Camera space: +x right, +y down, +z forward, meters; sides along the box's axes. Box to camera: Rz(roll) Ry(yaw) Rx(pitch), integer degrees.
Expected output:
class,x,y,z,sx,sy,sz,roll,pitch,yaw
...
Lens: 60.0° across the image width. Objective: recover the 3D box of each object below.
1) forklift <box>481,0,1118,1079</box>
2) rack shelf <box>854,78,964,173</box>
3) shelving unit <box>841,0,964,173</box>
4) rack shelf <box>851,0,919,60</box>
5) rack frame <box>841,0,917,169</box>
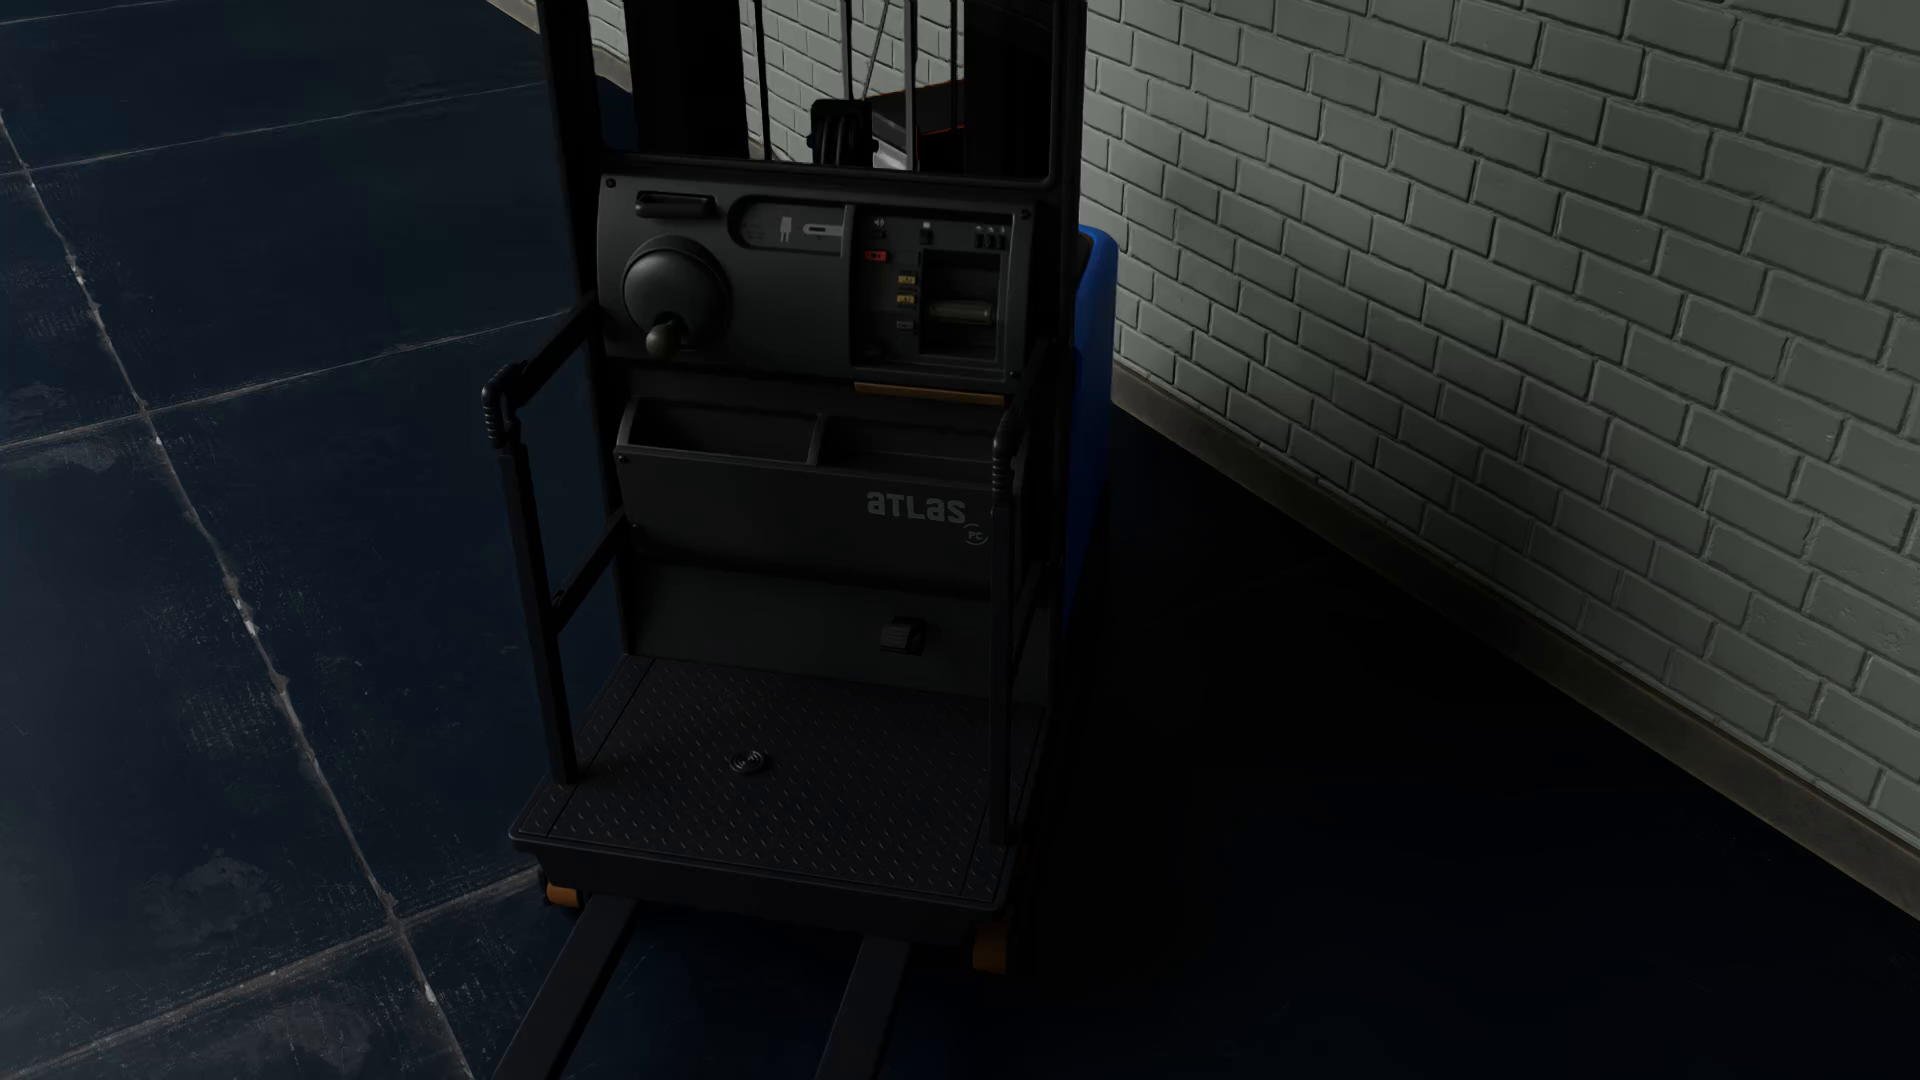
class,x,y,z,sx,sy,sz,roll,pitch,yaw
forklift,-0.349,-0.489,3.278,1.130,2.935,3.031,6,33,10
rack shelf,-0.027,-1.107,5.062,0.480,0.518,0.431,-19,37,-27
shelving unit,-0.027,-1.118,5.055,0.503,2.100,0.431,-19,37,-27
rack shelf,-0.027,-1.699,4.689,0.480,0.518,0.431,-19,37,-27
rack frame,-0.234,-1.049,4.945,0.015,2.100,0.400,-19,37,-27
